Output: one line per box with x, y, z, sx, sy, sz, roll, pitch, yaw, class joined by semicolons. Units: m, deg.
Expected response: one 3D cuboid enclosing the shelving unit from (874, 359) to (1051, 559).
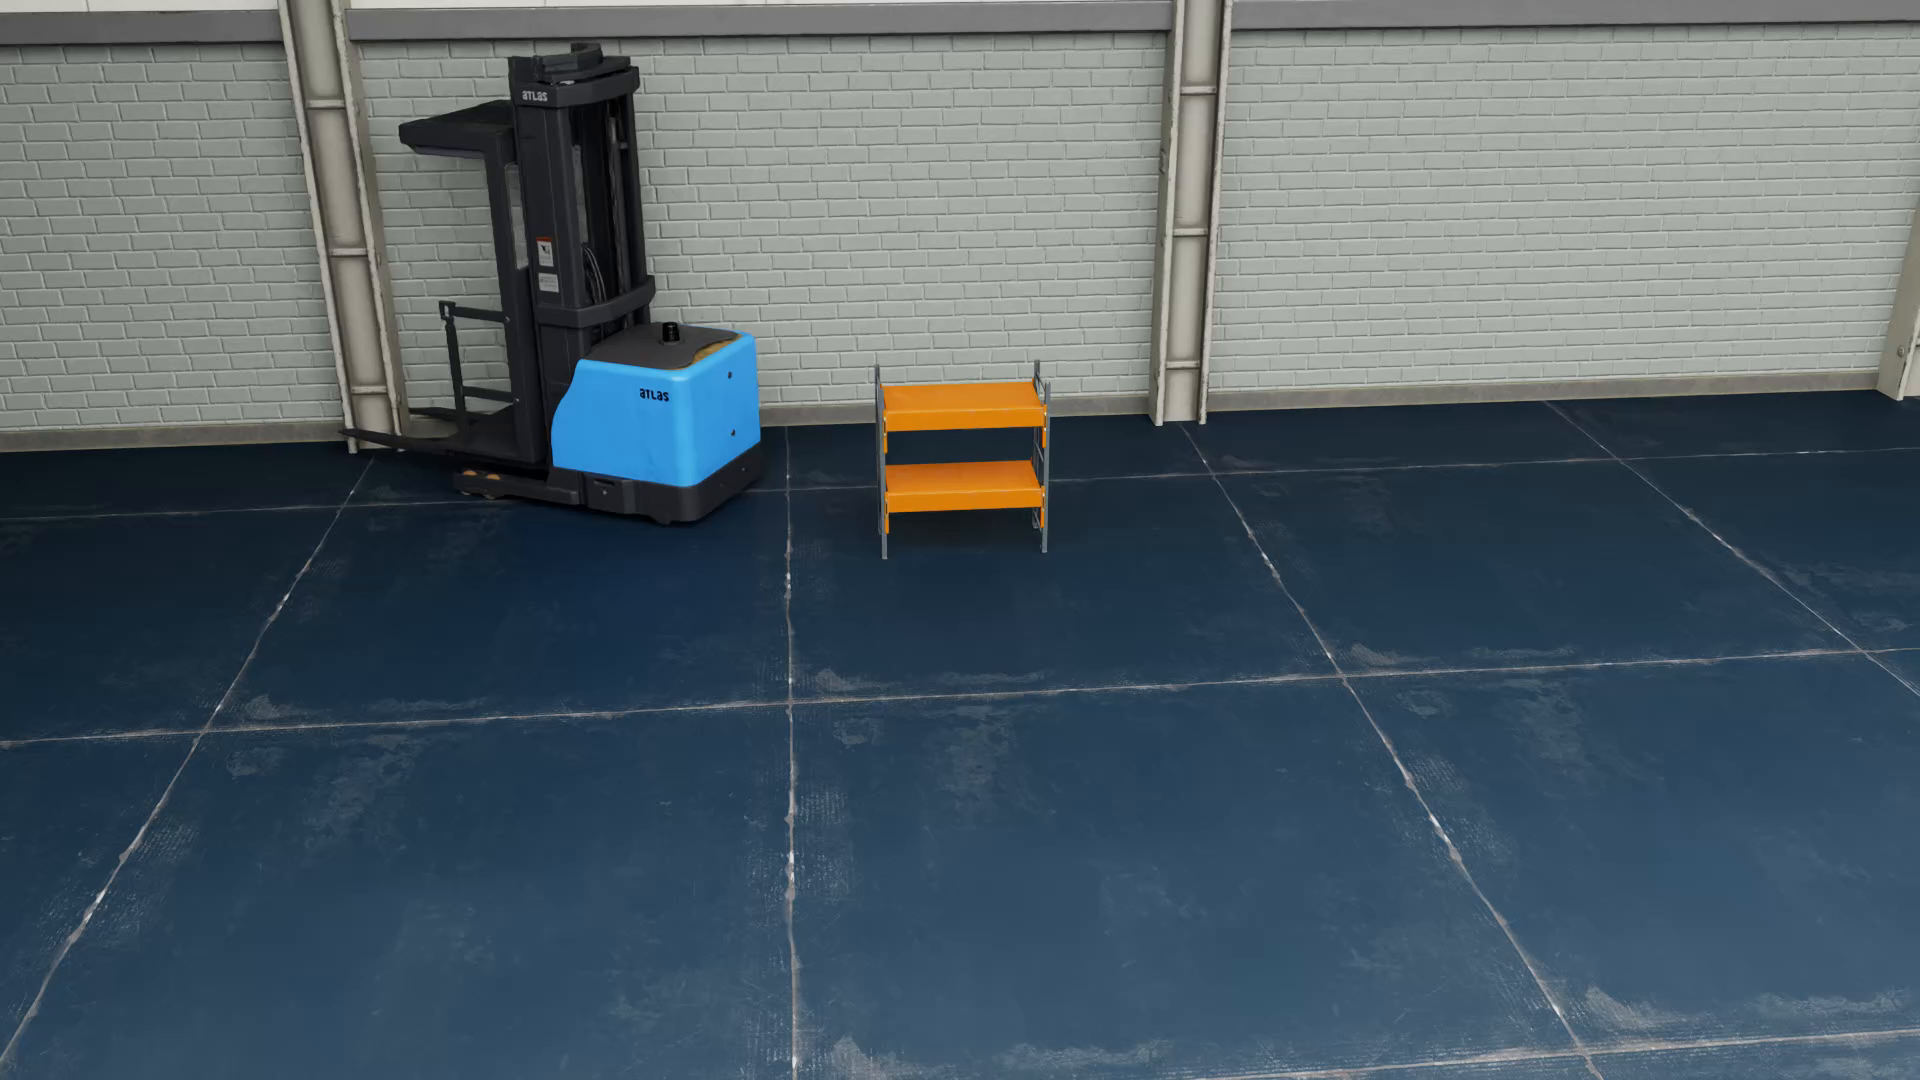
0.007;-0.514;10.522;1.048;1.125;0.538;-2;24;-5;shelving unit

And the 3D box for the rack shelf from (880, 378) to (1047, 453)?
0.007;-0.782;10.403;1.000;0.278;0.538;-2;24;-5;rack shelf

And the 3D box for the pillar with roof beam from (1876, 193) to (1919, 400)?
8.071;-3.557;7.673;0.400;9.000;9.100;-2;24;-5;pillar with roof beam

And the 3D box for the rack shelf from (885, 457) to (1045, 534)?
0.007;-0.291;10.621;1.000;0.278;0.538;-2;24;-5;rack shelf

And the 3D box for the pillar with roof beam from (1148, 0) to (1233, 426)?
2.100;-3.317;7.134;0.400;9.000;9.100;-2;24;-5;pillar with roof beam

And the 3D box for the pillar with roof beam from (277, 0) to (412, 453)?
-3.871;-3.078;6.595;0.400;9.000;9.100;-2;24;-5;pillar with roof beam

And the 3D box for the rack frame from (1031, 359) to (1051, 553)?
0.513;-0.535;10.568;0.032;1.125;0.500;-2;24;-5;rack frame

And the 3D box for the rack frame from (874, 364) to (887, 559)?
-0.499;-0.494;10.476;0.032;1.125;0.500;-2;24;-5;rack frame

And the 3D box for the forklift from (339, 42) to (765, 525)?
-2.937;-1.807;11.208;3.031;2.935;1.130;9;26;20;forklift
